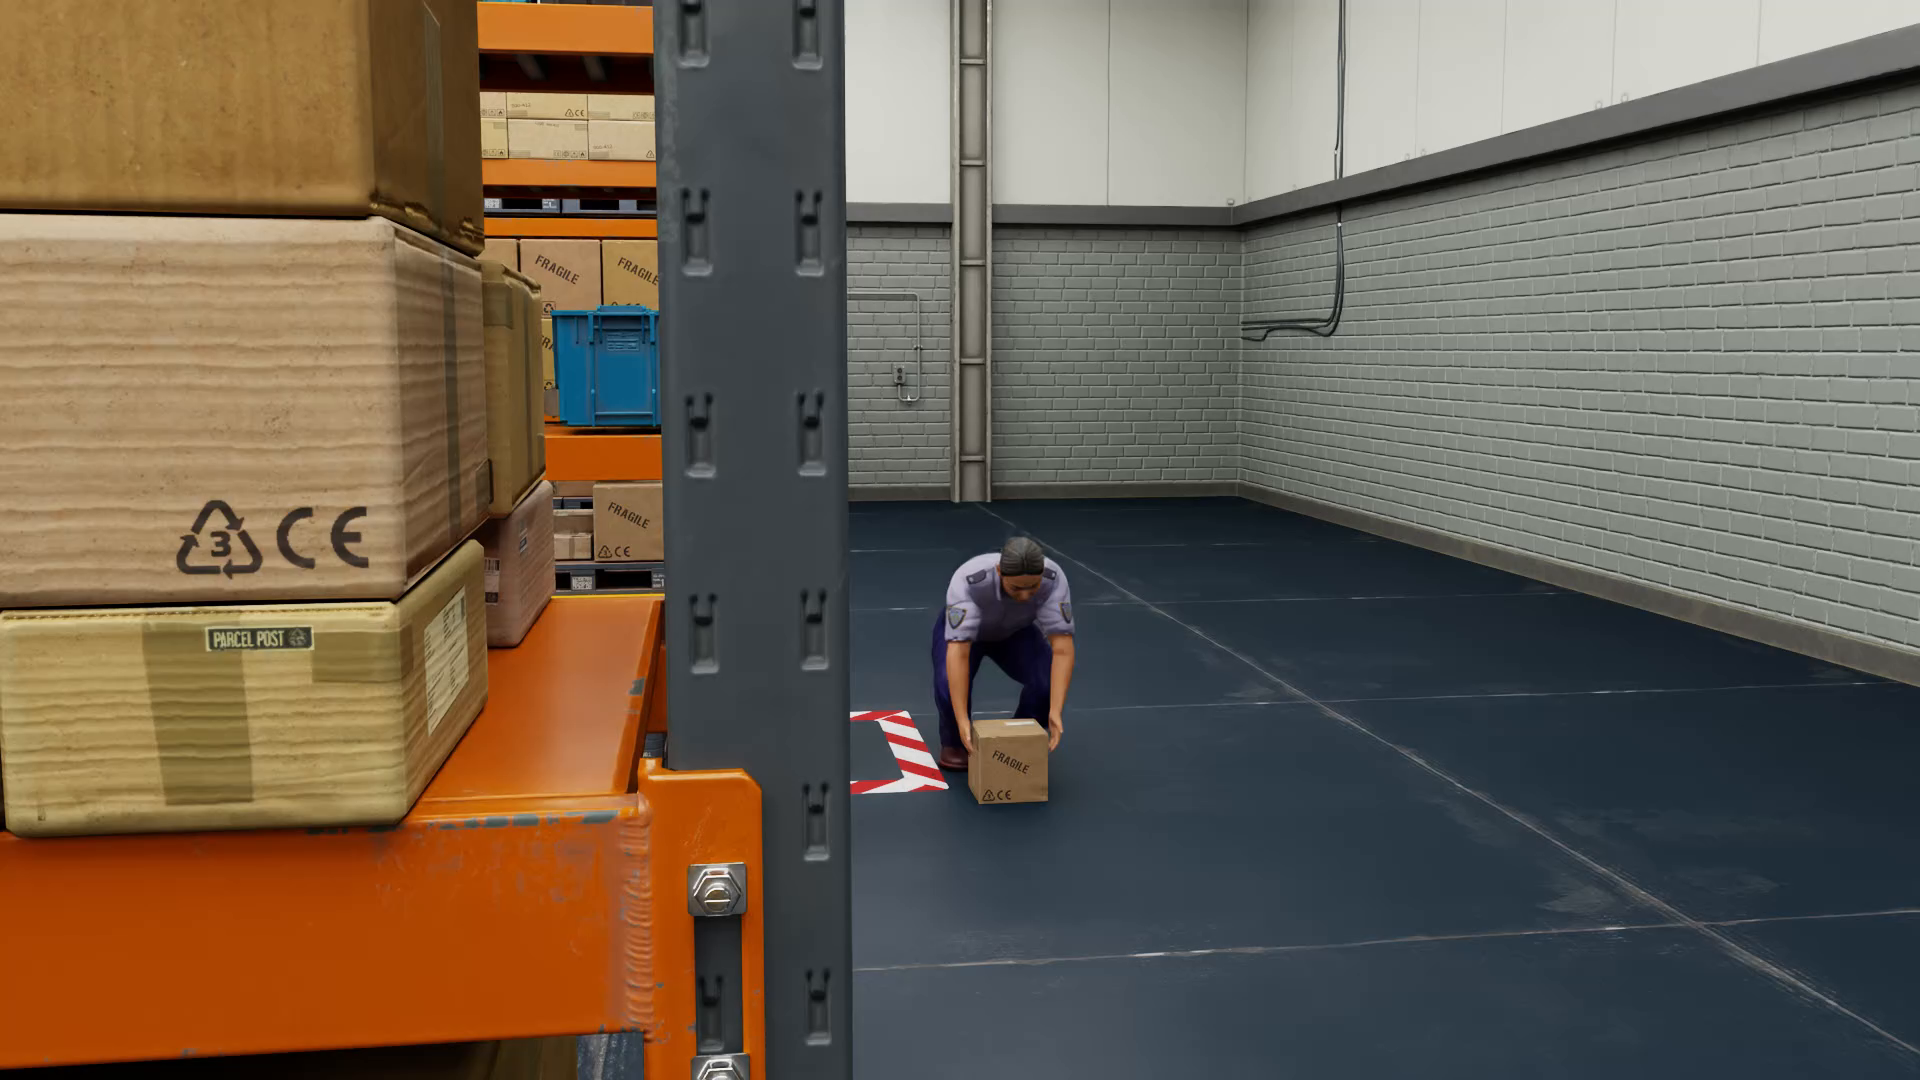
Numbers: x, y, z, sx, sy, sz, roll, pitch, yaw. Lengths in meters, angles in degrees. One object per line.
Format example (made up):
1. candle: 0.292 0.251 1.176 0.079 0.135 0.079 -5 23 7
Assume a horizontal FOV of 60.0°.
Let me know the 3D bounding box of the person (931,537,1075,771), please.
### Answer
1. person: 0.153 0.422 6.369 0.526 0.940 0.823 -1 7 -5
